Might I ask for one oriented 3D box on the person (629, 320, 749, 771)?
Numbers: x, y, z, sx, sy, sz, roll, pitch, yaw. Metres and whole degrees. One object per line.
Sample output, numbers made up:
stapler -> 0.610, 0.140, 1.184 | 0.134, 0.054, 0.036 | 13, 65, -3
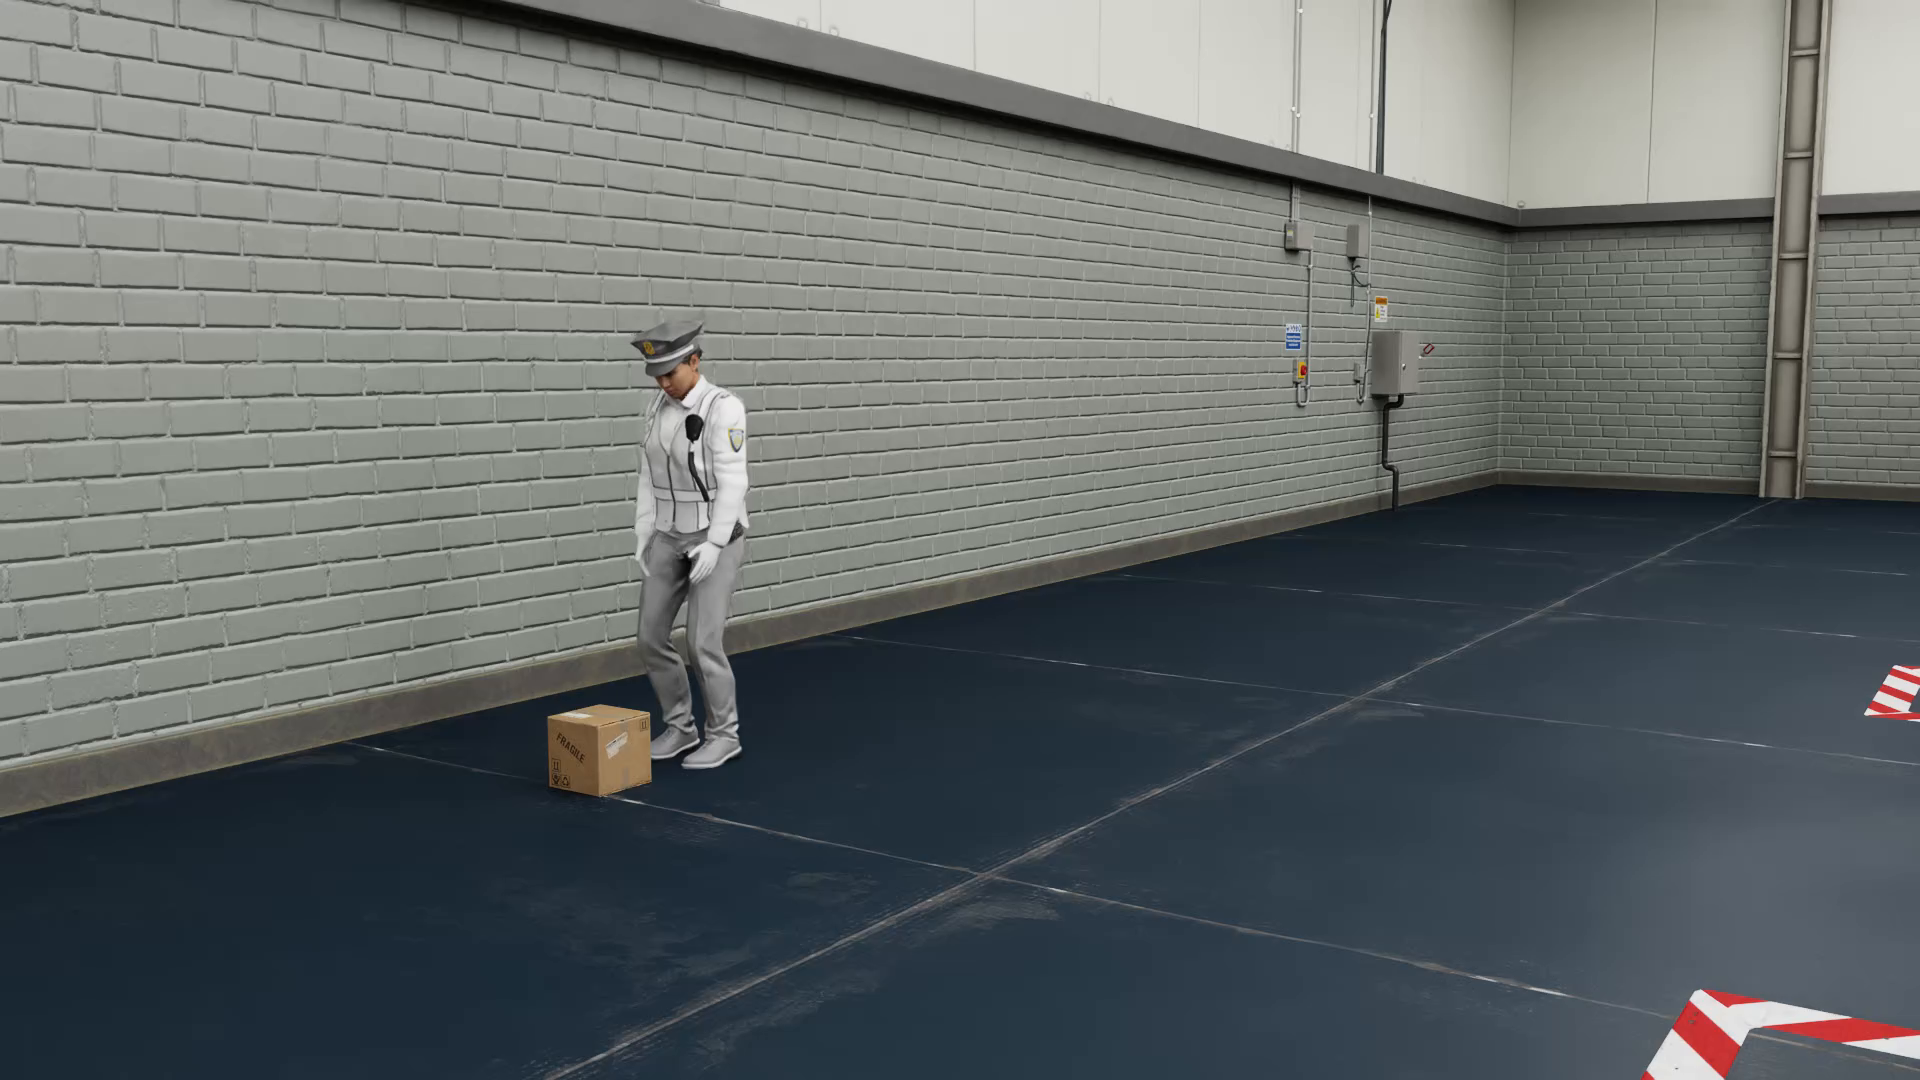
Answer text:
person -> -0.985, 0.016, 6.092 | 0.500, 1.626, 0.446 | 5, 8, 35
